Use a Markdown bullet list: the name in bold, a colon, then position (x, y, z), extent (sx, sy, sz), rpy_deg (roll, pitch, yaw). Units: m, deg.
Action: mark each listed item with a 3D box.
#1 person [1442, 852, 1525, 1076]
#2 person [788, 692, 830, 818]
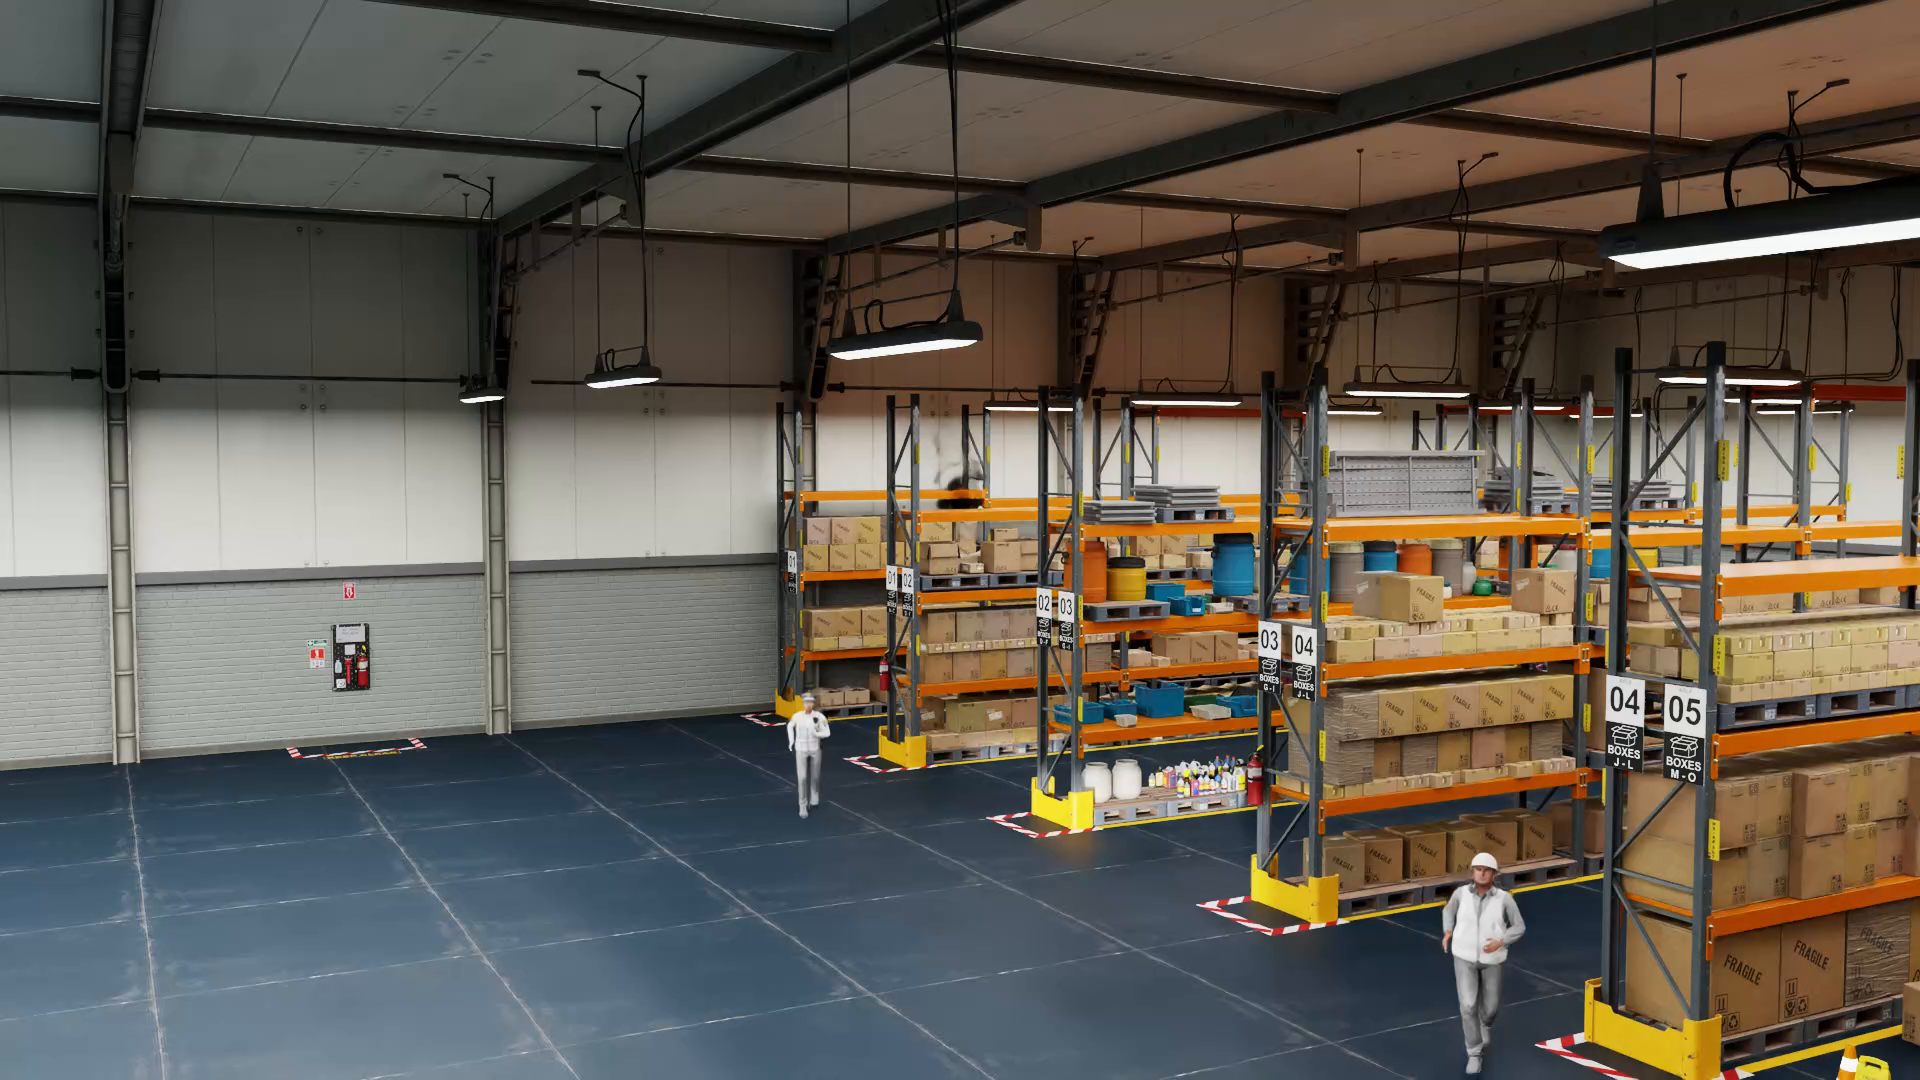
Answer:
- **person**: position (4.388, 3.513, 13.965), extent (0.672, 1.770, 0.795), rpy_deg (1, 3, 18)
- **person**: position (-2.123, 2.973, 23.348), extent (0.606, 1.693, 0.911), rpy_deg (0, 3, -3)
